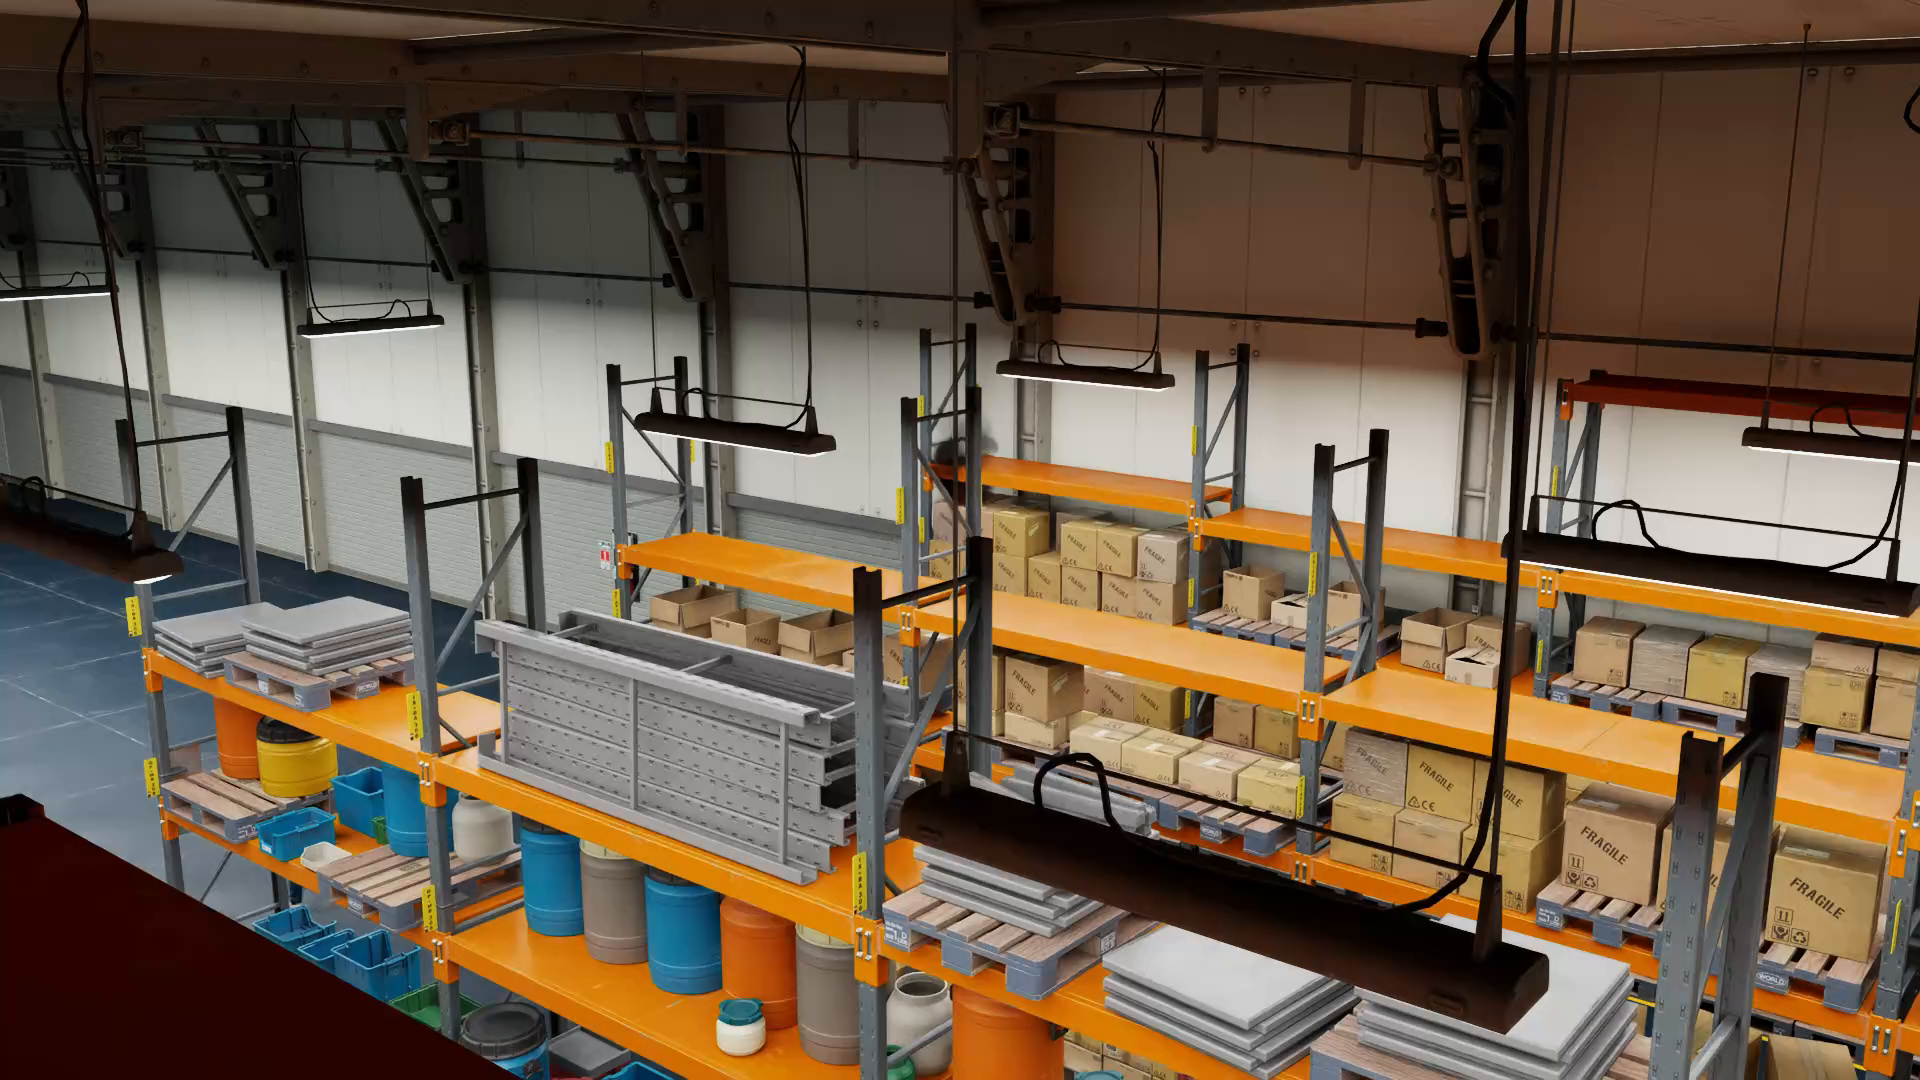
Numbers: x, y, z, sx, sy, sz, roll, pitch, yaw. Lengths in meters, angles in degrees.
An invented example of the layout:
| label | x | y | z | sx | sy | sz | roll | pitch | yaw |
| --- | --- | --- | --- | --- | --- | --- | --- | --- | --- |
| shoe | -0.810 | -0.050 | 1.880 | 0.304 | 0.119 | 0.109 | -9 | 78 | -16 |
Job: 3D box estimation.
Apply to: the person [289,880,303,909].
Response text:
| label | x | y | z | sx | sy | sz | roll | pitch | yaw |
| --- | --- | --- | --- | --- | --- | --- | --- | --- | --- |
| person | -7.132 | 3.271 | 18.191 | 0.819 | 1.573 | 0.552 | -6 | 14 | -24 |
